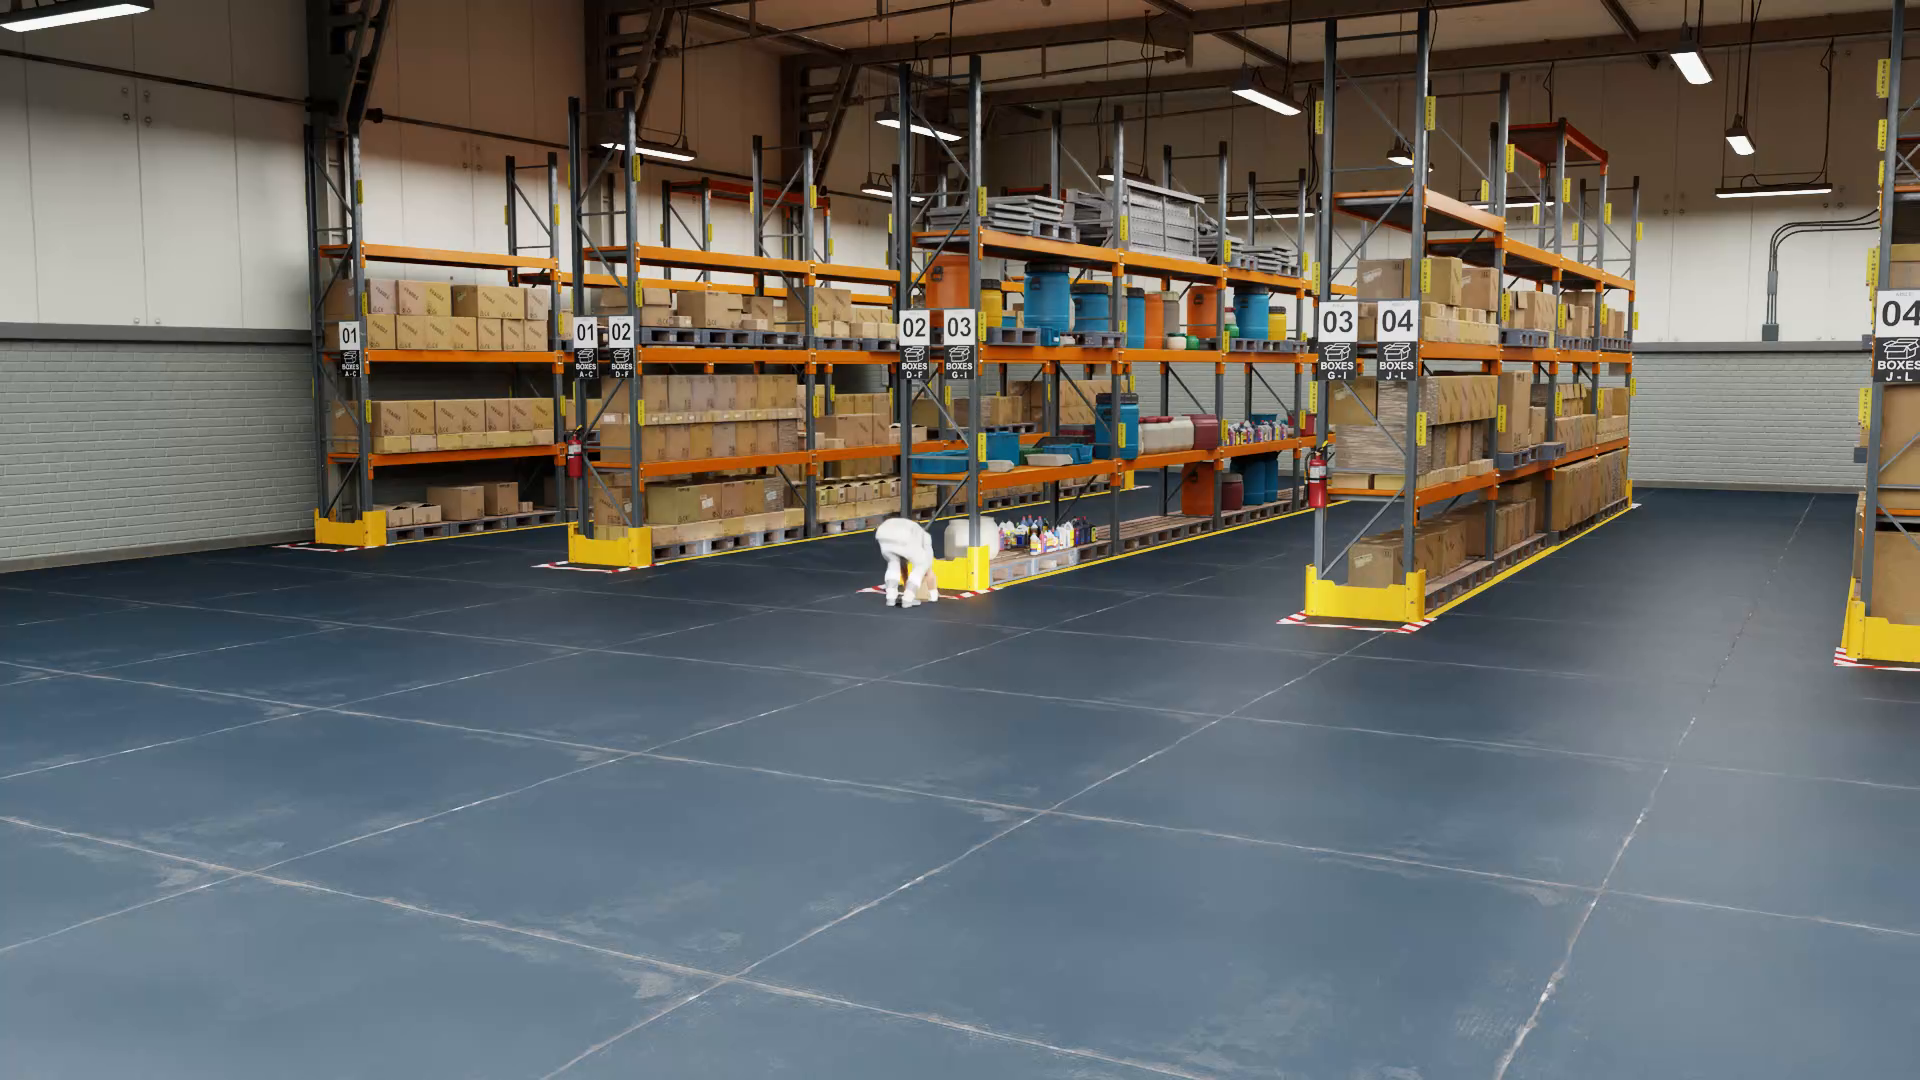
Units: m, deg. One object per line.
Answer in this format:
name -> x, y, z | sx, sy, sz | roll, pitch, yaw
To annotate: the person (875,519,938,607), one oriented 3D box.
person -> -0.562, 0.219, 17.956 | 0.525, 0.941, 0.949 | 3, 7, 26
